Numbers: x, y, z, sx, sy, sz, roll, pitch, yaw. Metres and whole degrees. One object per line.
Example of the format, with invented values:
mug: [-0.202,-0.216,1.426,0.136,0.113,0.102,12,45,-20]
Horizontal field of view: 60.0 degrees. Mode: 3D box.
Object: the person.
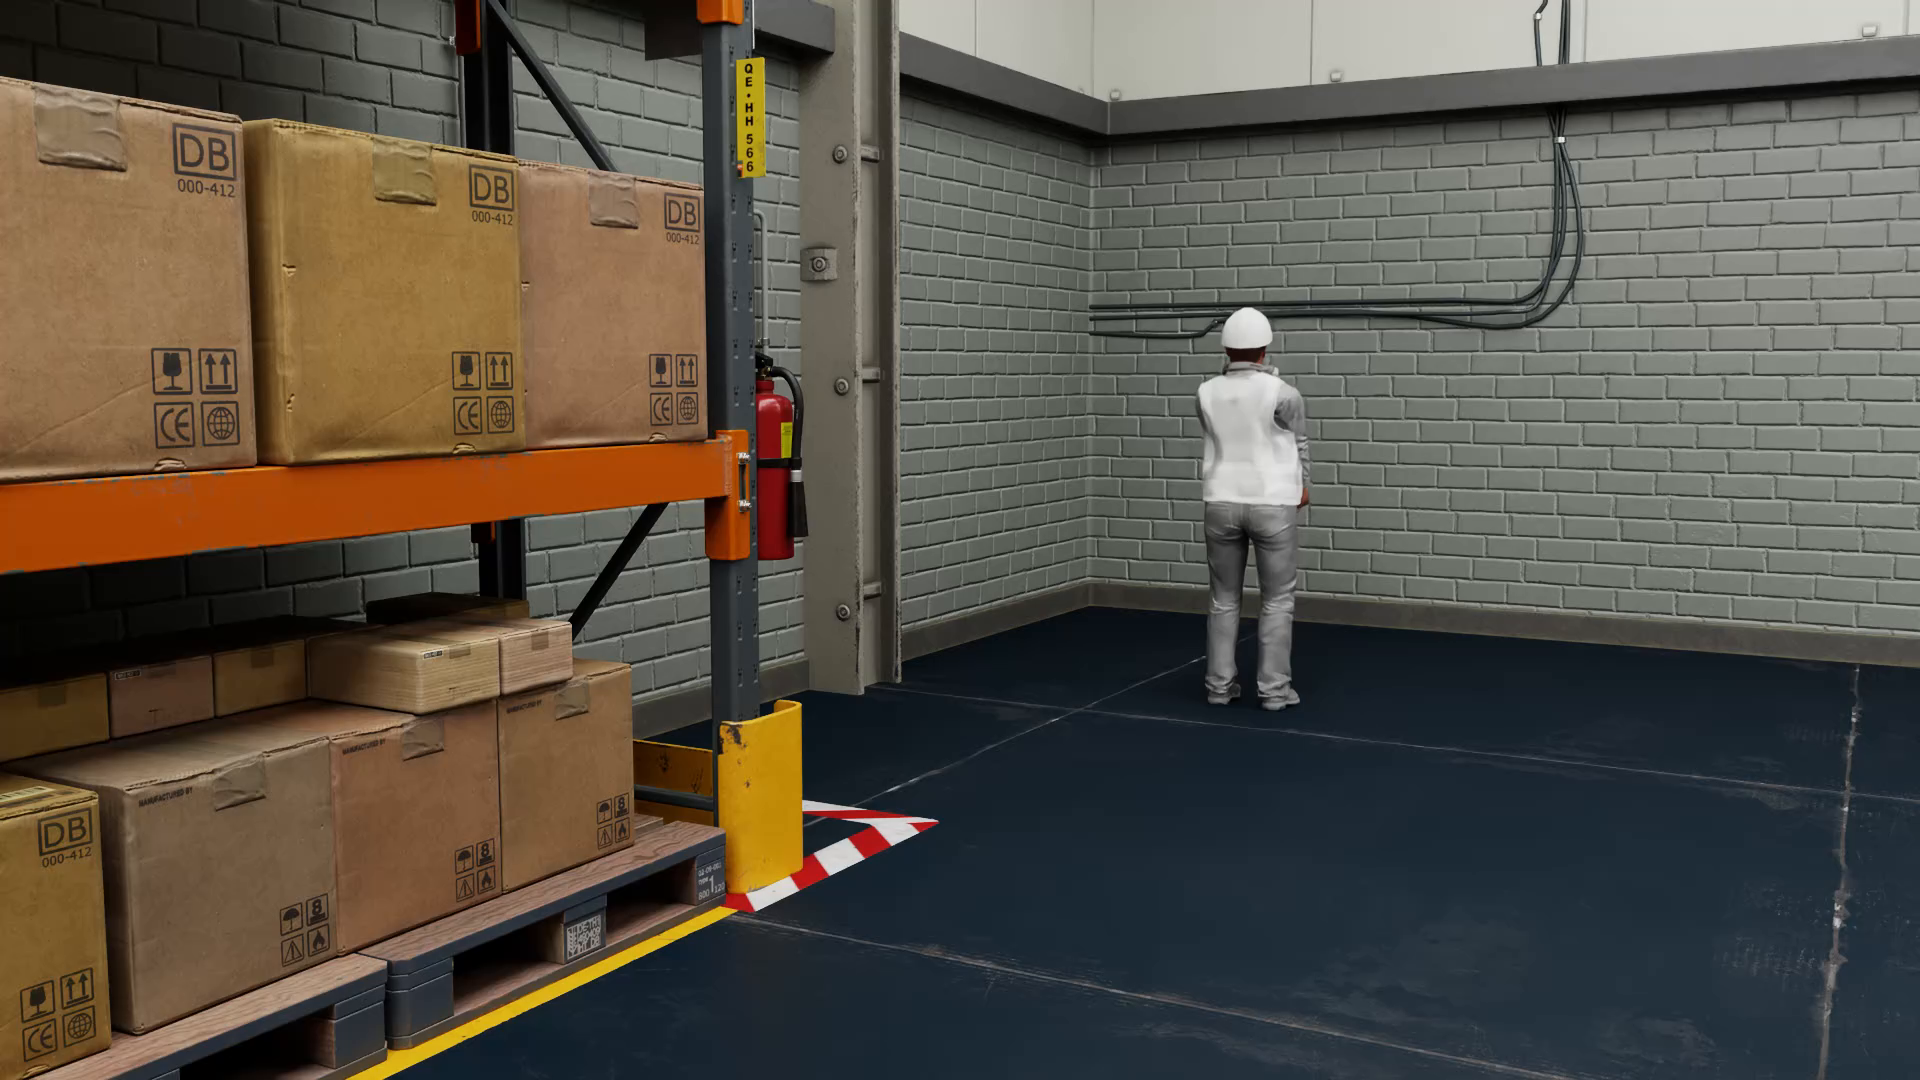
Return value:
person: [1.327,-0.149,7.479,0.495,1.768,0.554,3,7,29]
